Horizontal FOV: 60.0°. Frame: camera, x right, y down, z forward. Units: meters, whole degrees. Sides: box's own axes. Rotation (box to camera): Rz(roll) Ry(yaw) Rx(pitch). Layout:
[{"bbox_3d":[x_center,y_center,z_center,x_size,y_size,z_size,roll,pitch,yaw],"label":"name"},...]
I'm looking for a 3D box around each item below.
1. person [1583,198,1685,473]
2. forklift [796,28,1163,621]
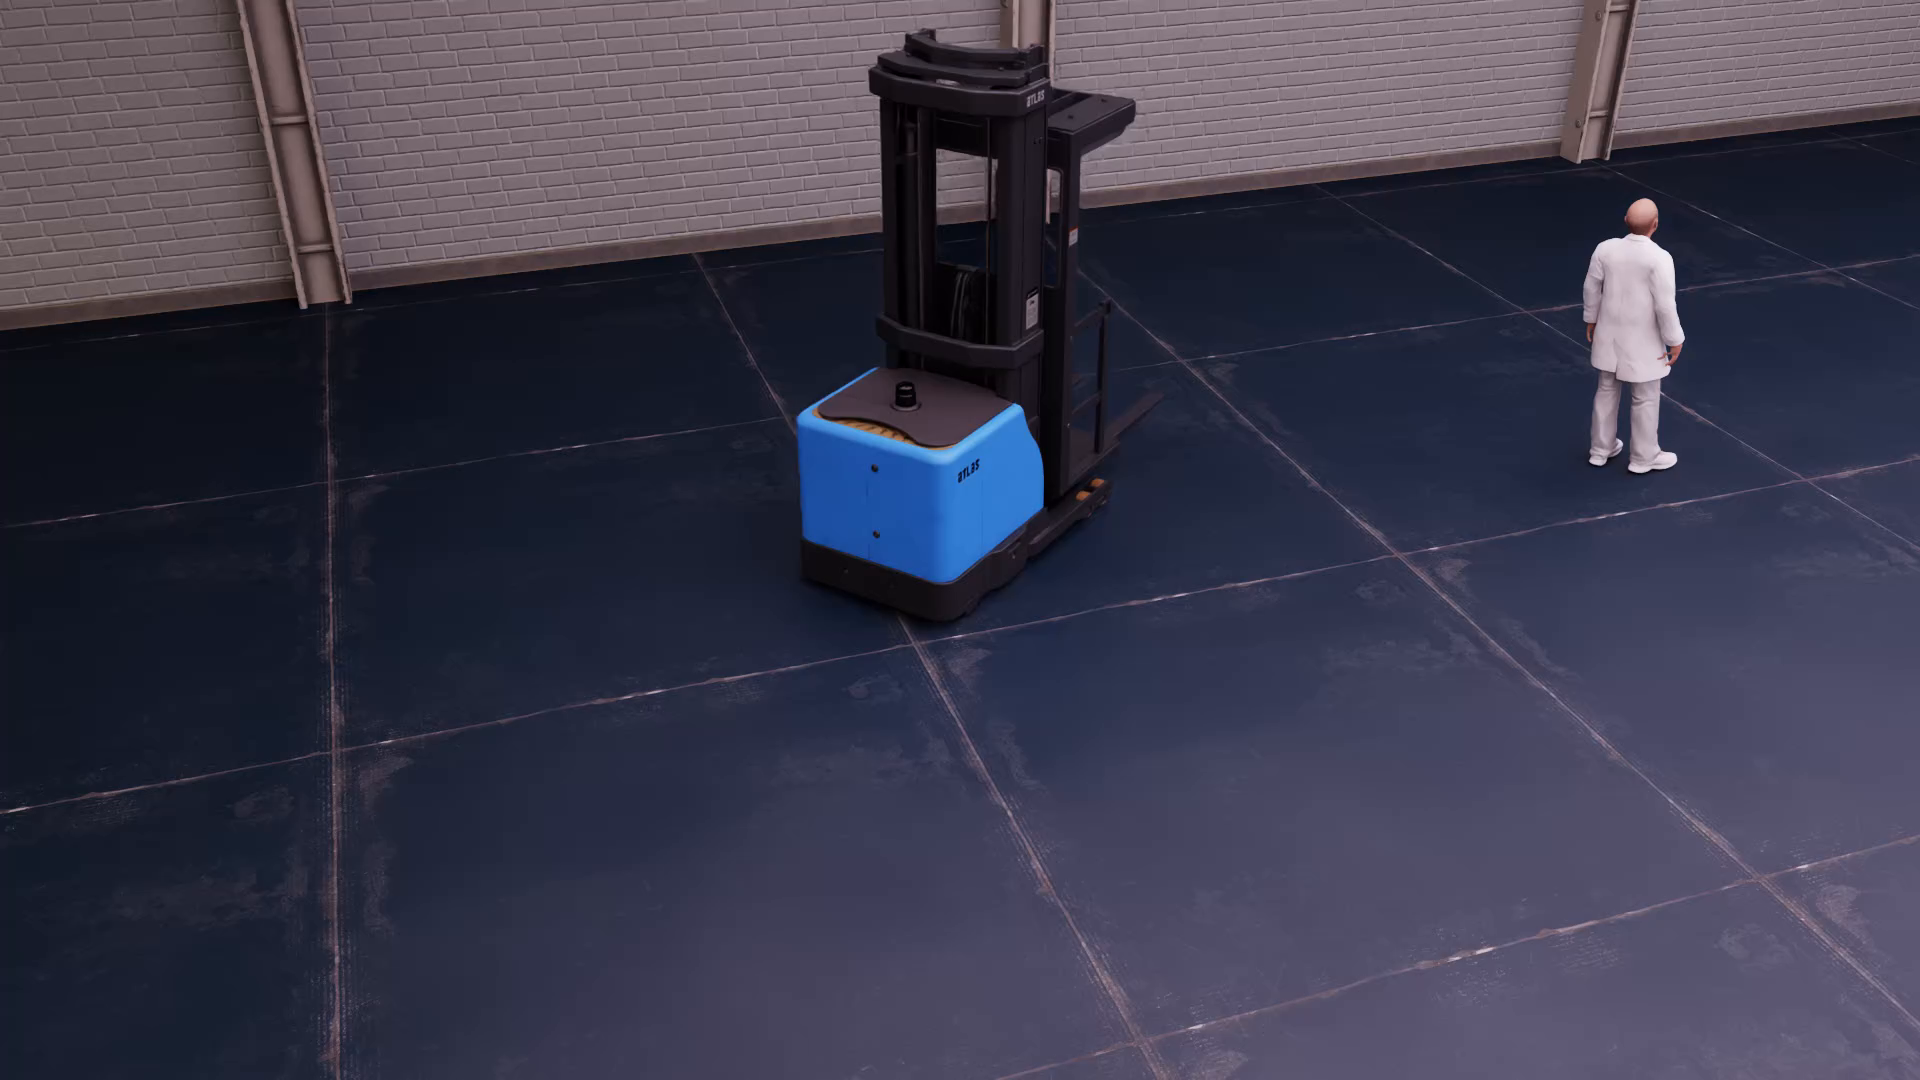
[{"bbox_3d":[4.280,-1.309,10.504,0.581,1.775,0.694,-20,36,-31],"label":"person"},{"bbox_3d":[0.295,-1.520,9.728,1.130,2.935,3.031,17,34,27],"label":"forklift"}]
